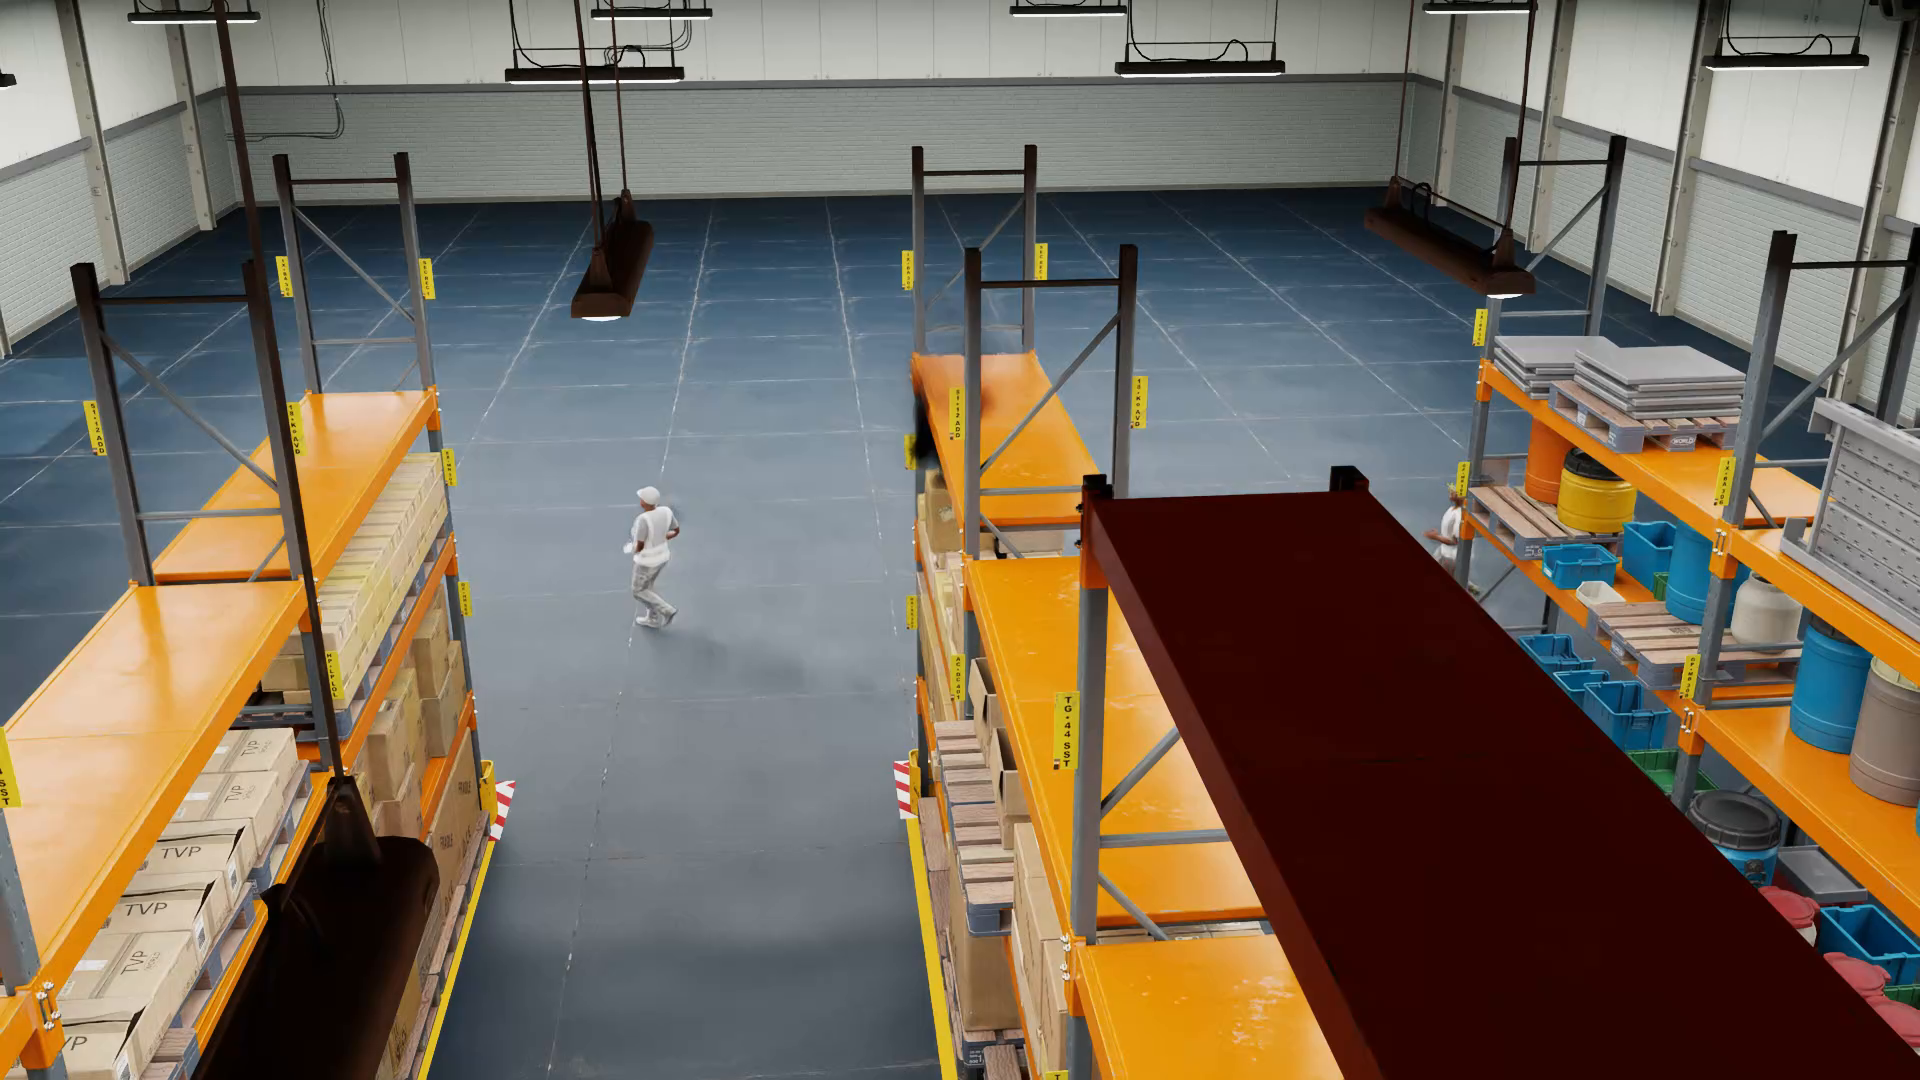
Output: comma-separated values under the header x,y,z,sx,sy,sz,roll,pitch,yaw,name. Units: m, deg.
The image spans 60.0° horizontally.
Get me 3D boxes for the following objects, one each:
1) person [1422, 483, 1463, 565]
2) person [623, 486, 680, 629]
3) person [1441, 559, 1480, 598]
x,y,z,sx,sy,sz,roll,pitch,yaw,name
5.580,0.129,18.918,0.673,1.742,0.676,5,22,12,person
-3.443,0.212,18.753,0.675,1.735,0.685,12,25,28,person
5.115,0.931,17.177,0.639,1.603,0.593,11,24,26,person
